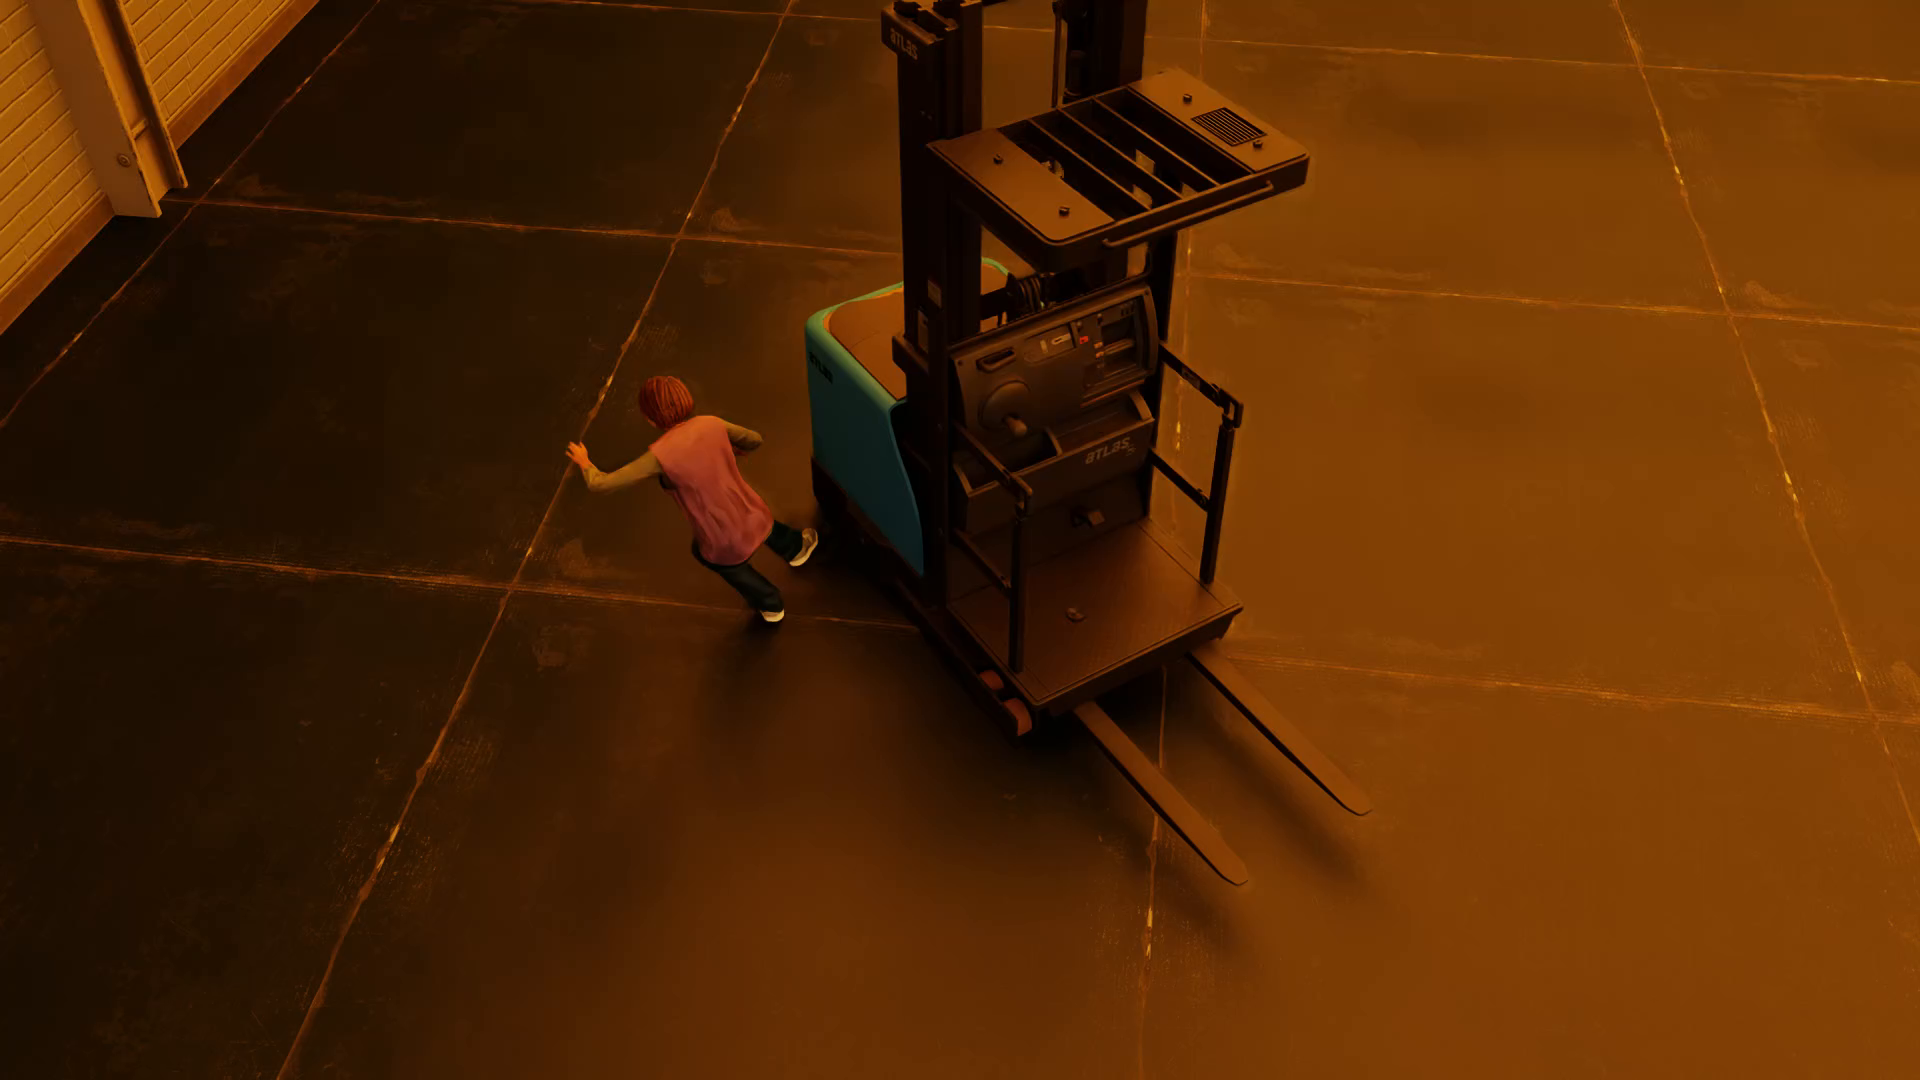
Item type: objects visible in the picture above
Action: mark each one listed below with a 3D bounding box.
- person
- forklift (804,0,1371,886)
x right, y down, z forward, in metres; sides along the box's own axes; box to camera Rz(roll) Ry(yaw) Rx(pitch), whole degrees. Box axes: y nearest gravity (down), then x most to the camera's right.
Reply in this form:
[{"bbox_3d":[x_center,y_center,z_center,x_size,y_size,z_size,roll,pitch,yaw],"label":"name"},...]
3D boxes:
[{"bbox_3d":[-1.087,-0.221,7.139,0.849,1.363,1.026,27,49,26],"label":"person"},{"bbox_3d":[0.502,-0.618,6.397,1.130,2.935,3.031,-23,47,-23],"label":"forklift"}]
